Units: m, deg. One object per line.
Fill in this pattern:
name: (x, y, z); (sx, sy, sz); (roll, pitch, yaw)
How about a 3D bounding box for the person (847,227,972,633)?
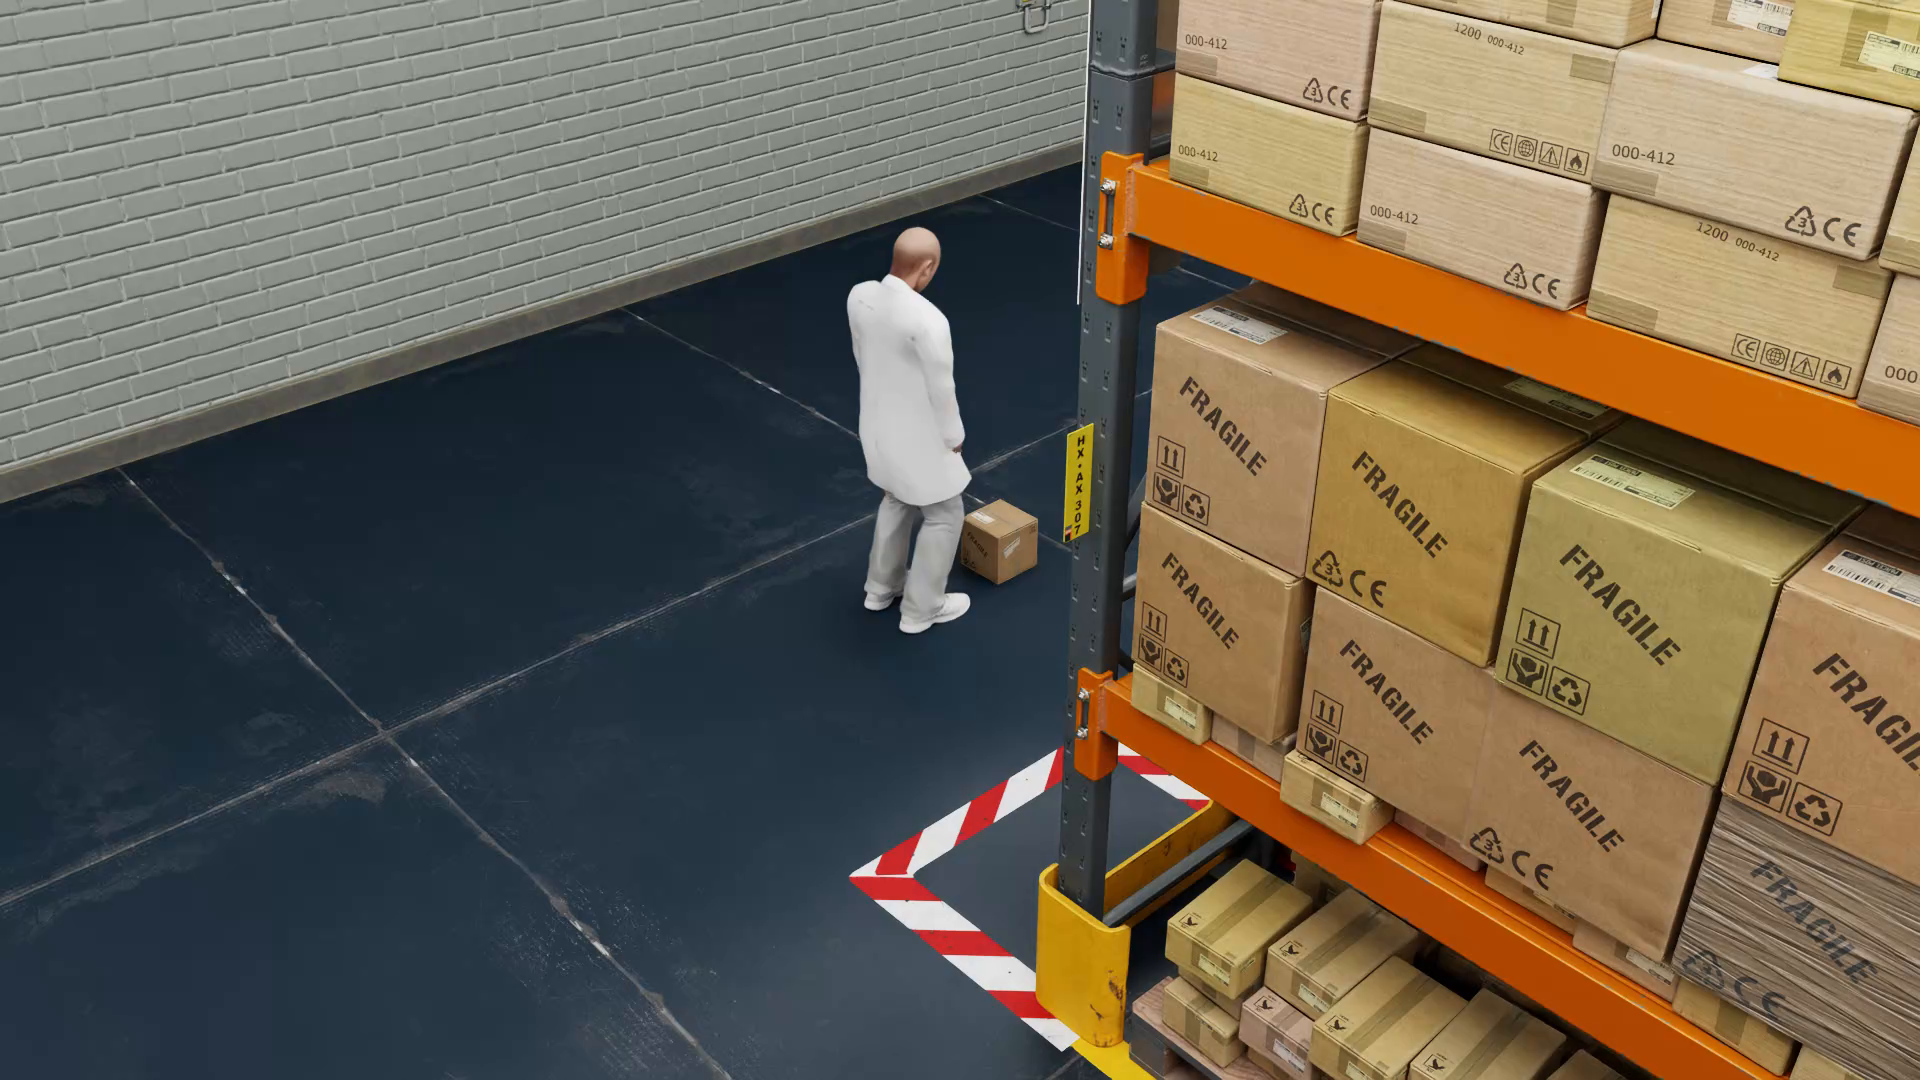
person: (-0.216, -0.452, 6.941); (0.396, 1.738, 0.583); (-25, 39, -34)
